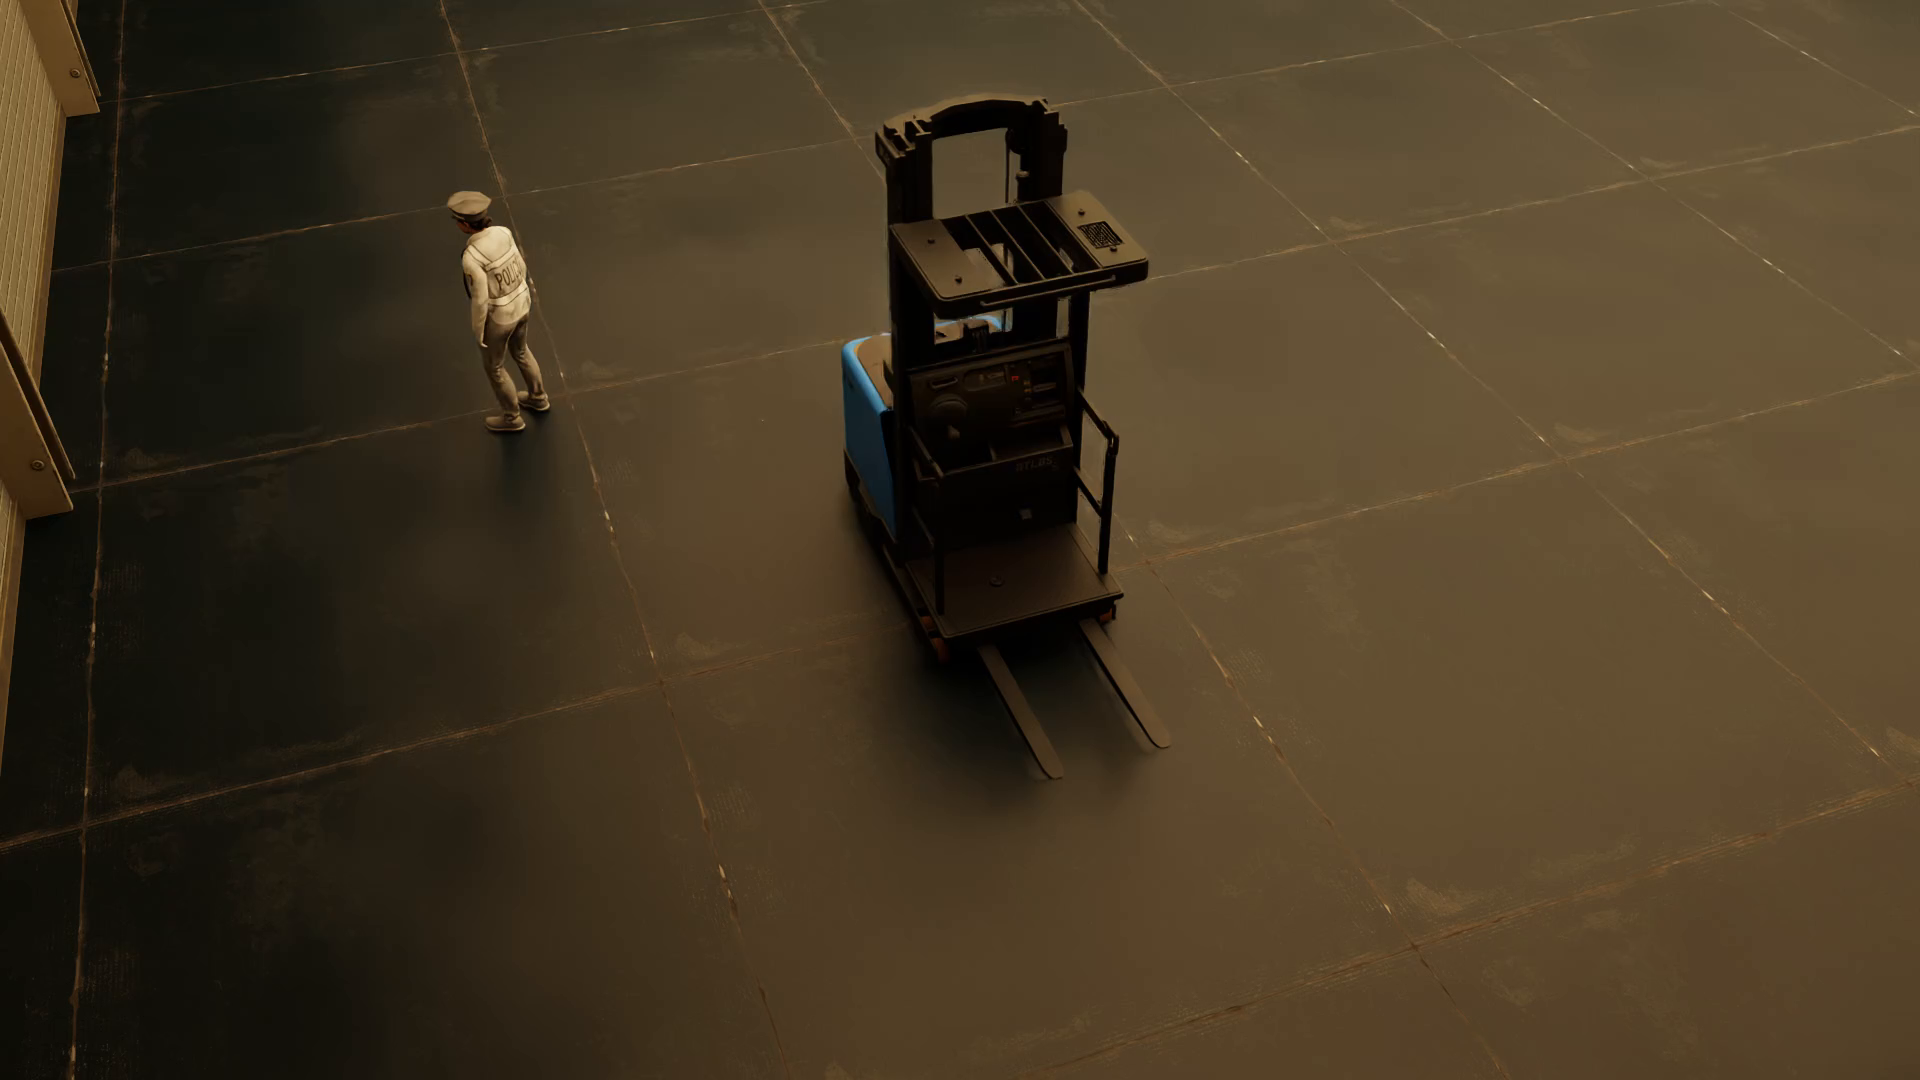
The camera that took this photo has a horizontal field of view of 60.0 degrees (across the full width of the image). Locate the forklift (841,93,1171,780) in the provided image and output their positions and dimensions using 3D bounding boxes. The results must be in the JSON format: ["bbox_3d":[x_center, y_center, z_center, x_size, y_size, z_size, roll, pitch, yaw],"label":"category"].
[{"bbox_3d":[0.256,-0.717,8.851,1.130,2.935,3.031,-14,42,-16],"label":"forklift"}]

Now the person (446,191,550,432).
[{"bbox_3d":[-2.968,-1.457,10.723,0.371,1.665,0.531,16,42,18],"label":"person"}]
